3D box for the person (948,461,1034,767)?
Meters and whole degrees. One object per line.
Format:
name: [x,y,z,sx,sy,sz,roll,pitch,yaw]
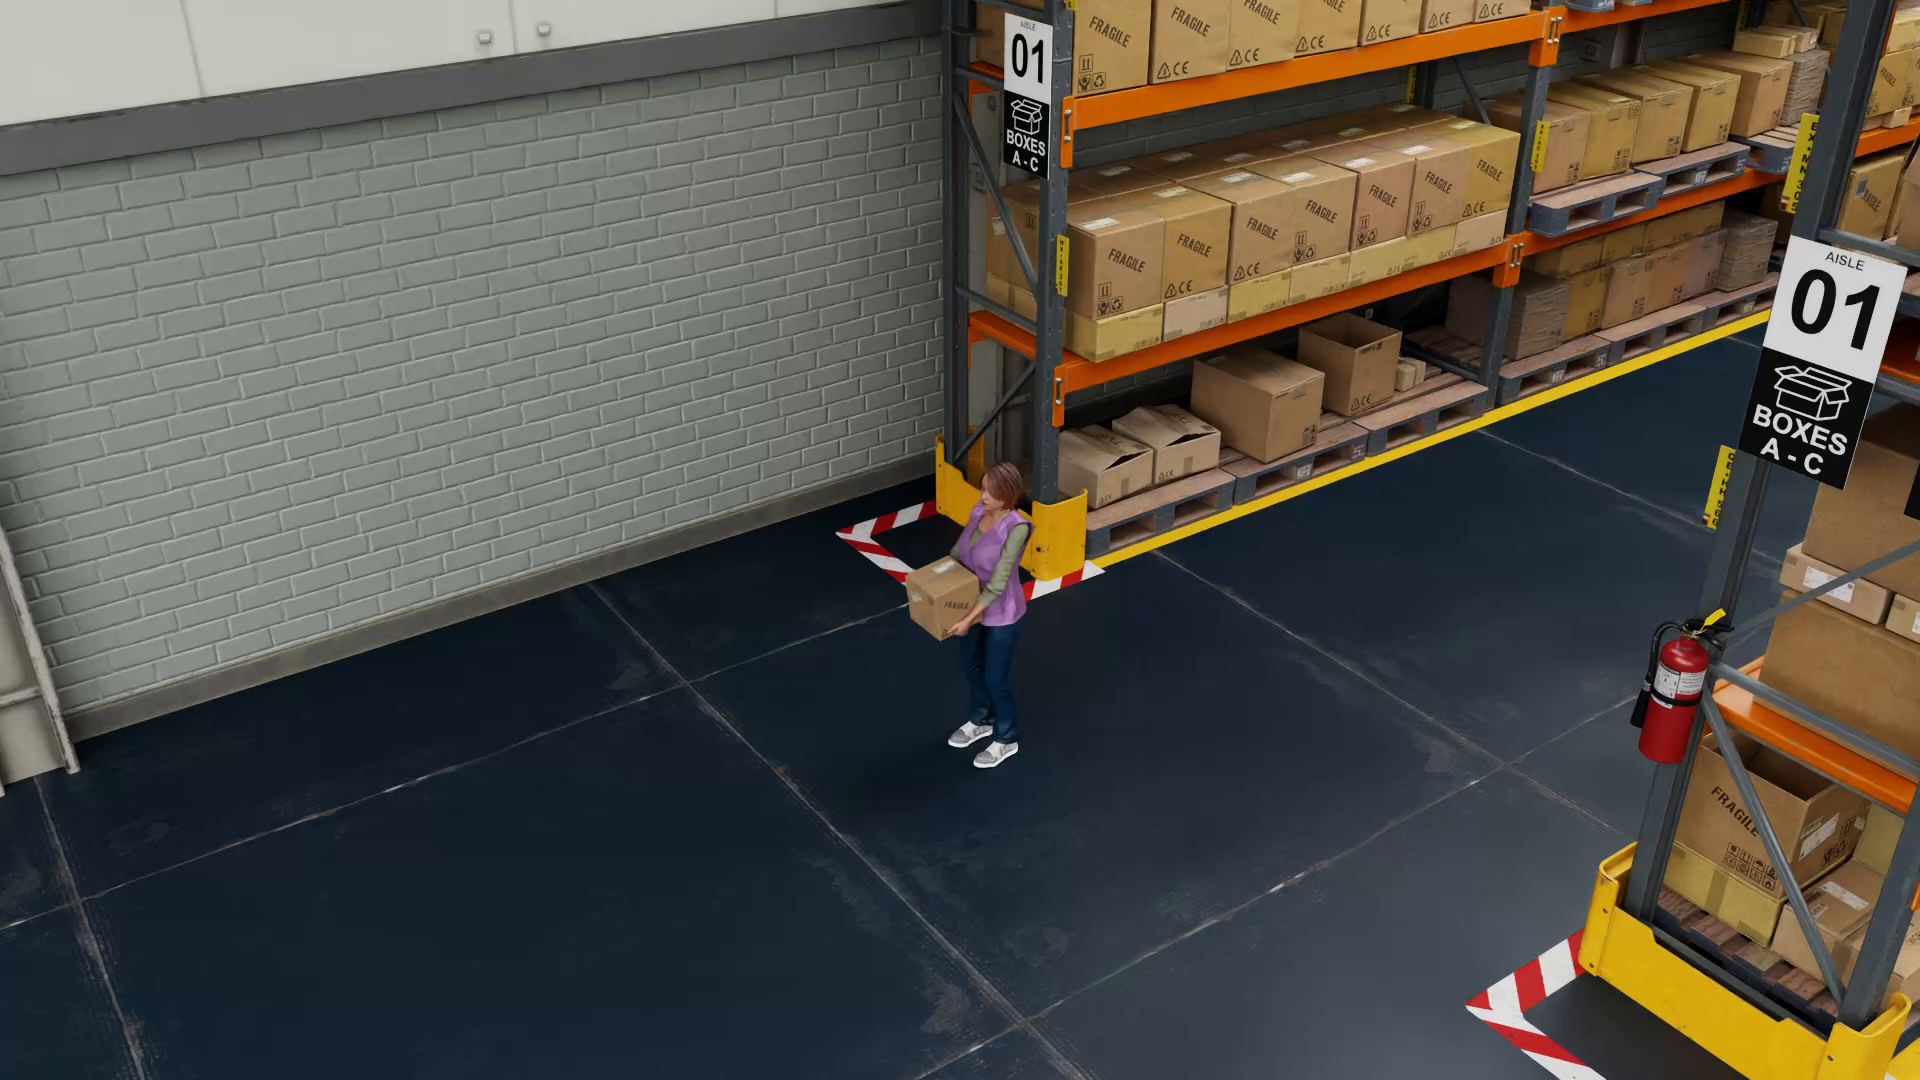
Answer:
person: [0.073,0.374,7.967,0.494,1.594,0.404,-18,34,-30]
